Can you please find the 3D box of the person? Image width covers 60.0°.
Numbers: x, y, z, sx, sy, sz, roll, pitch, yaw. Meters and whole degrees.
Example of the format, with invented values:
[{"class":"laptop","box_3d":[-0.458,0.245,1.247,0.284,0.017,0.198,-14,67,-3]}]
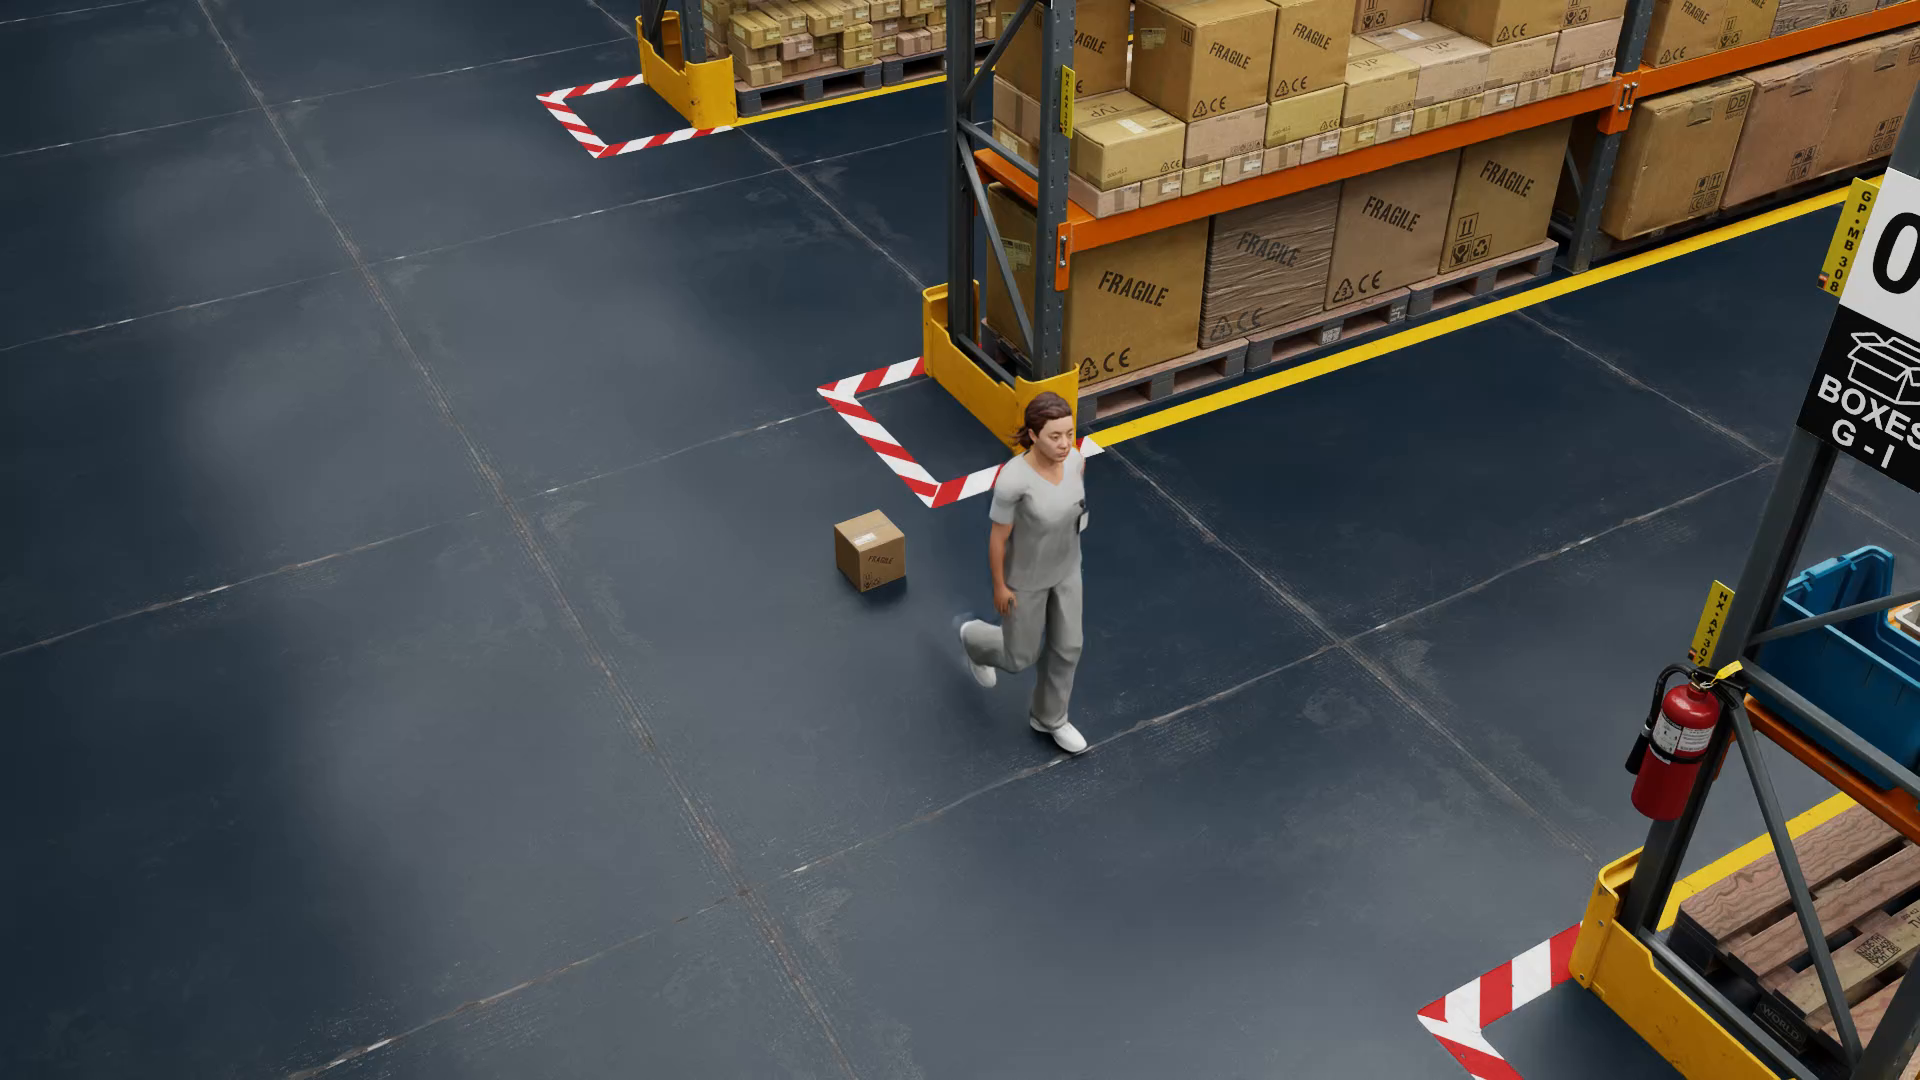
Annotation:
[{"class":"person","box_3d":[0.275,0.097,6.772,0.453,1.652,0.709,-23,43,-28]}]
